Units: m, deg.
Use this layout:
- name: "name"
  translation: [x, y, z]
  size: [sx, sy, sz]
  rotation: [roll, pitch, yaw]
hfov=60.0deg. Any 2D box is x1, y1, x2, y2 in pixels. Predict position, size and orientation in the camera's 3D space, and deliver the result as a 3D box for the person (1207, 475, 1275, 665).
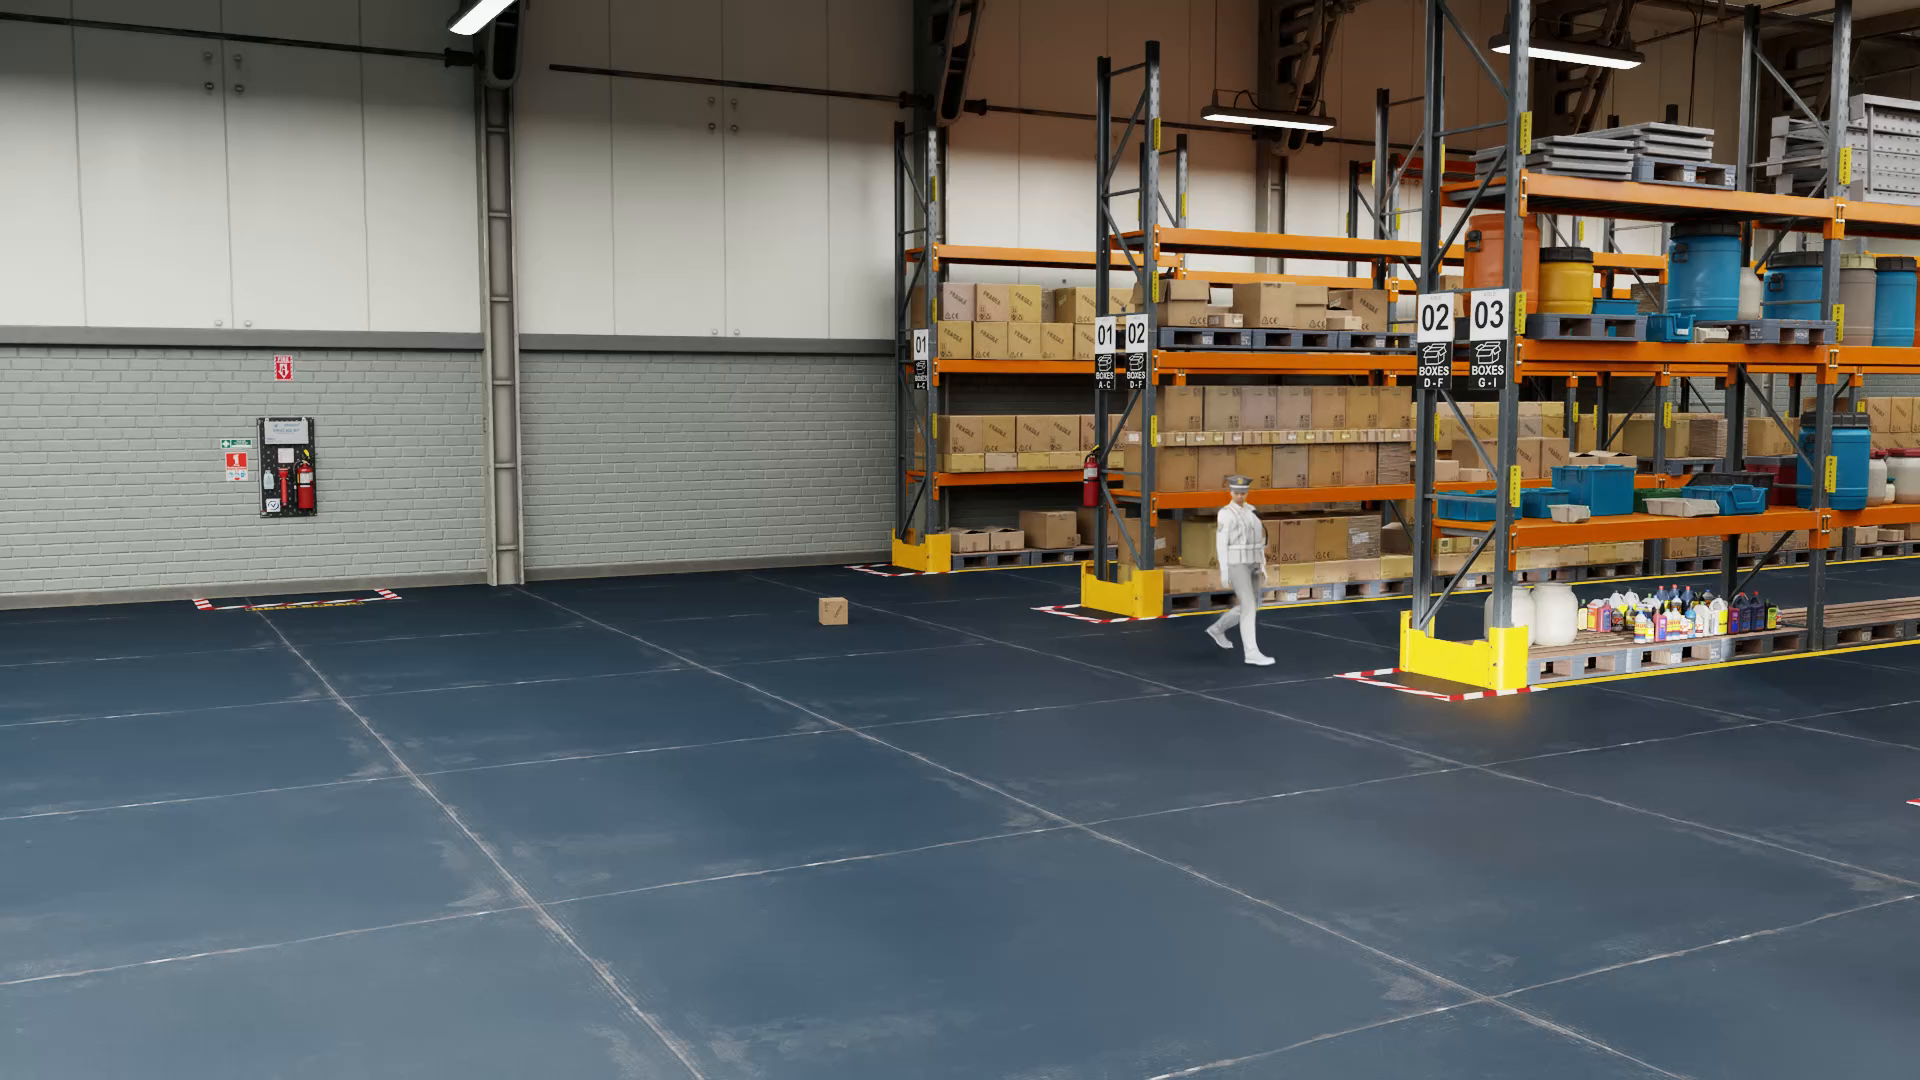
- name: "person"
  translation: [2.485, 0.242, 14.680]
  size: [0.506, 1.637, 0.811]
  rotation: [-5, 7, -44]
